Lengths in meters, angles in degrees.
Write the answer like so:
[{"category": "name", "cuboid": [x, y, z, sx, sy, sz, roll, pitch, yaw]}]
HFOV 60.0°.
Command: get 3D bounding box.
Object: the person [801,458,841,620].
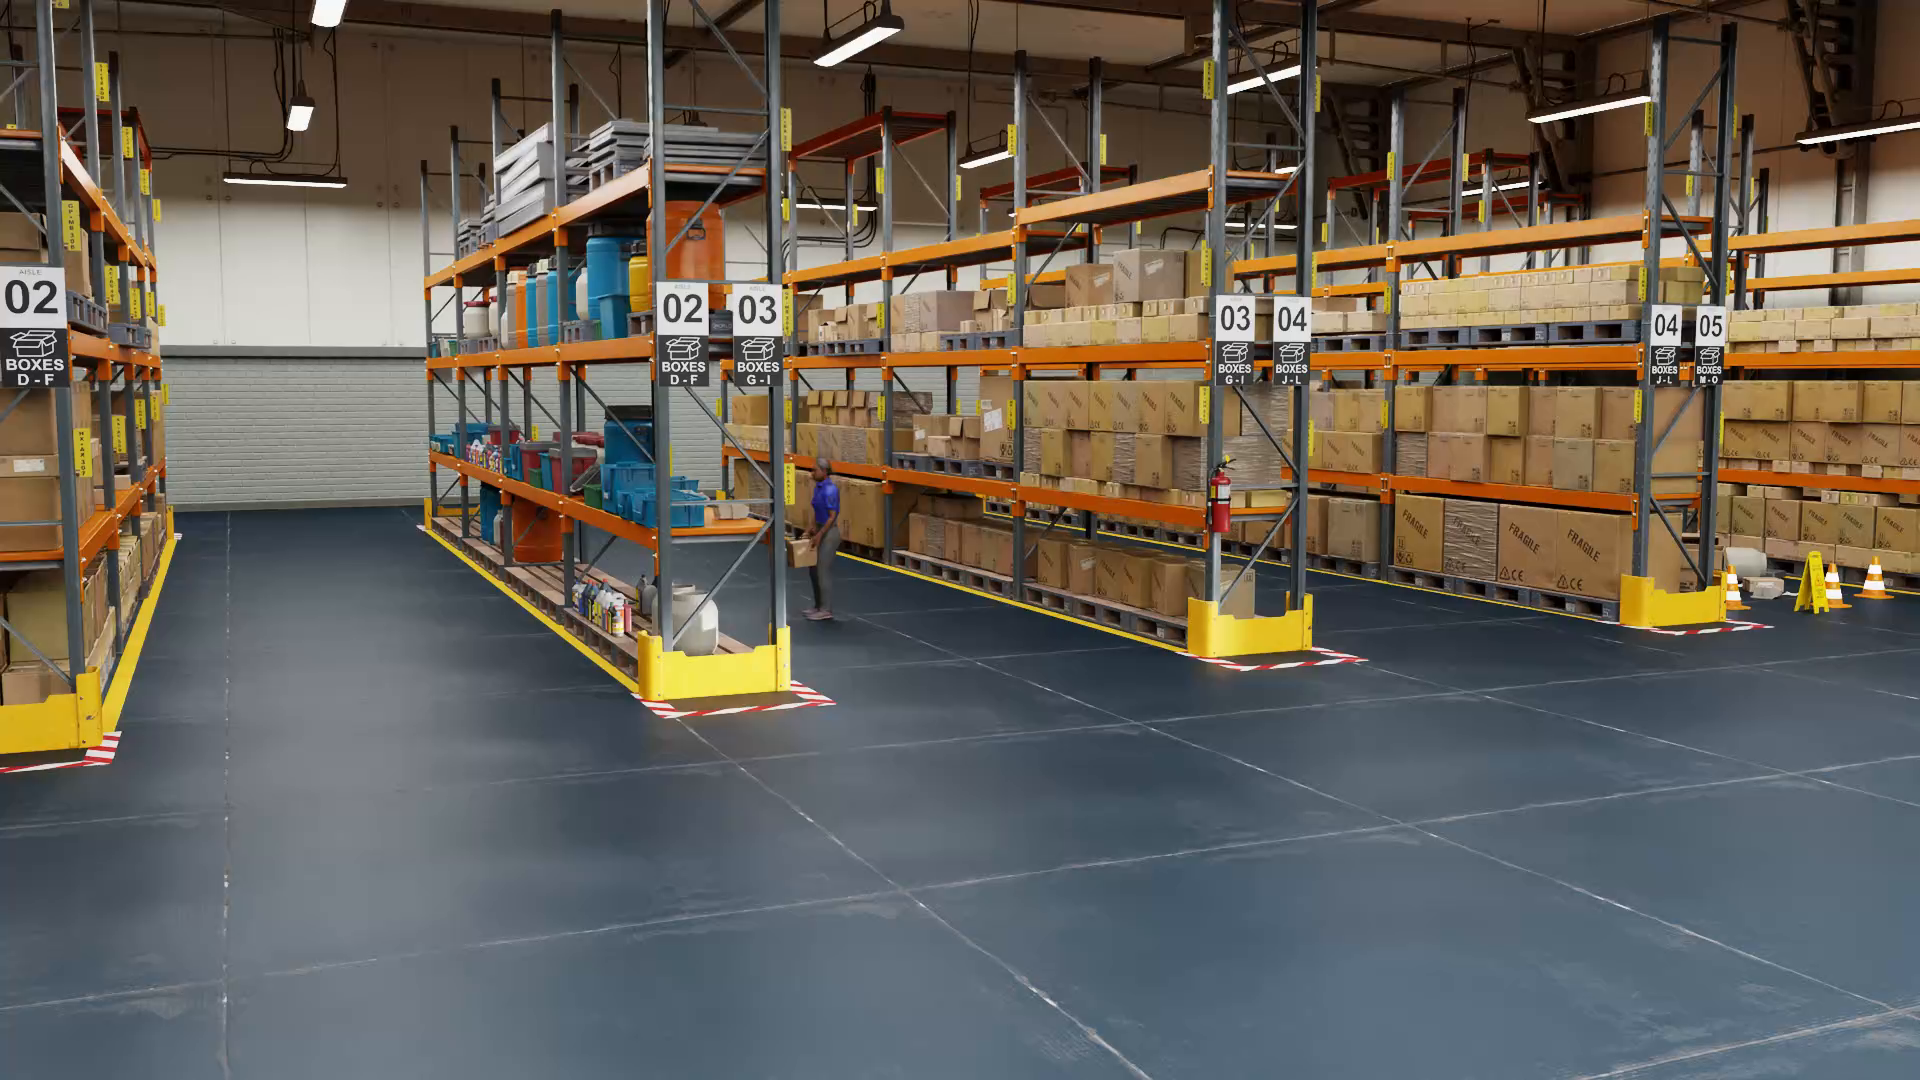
[{"category": "person", "cuboid": [-1.441, -0.017, 17.175, 0.398, 1.662, 0.486, -3, 6, -25]}]
